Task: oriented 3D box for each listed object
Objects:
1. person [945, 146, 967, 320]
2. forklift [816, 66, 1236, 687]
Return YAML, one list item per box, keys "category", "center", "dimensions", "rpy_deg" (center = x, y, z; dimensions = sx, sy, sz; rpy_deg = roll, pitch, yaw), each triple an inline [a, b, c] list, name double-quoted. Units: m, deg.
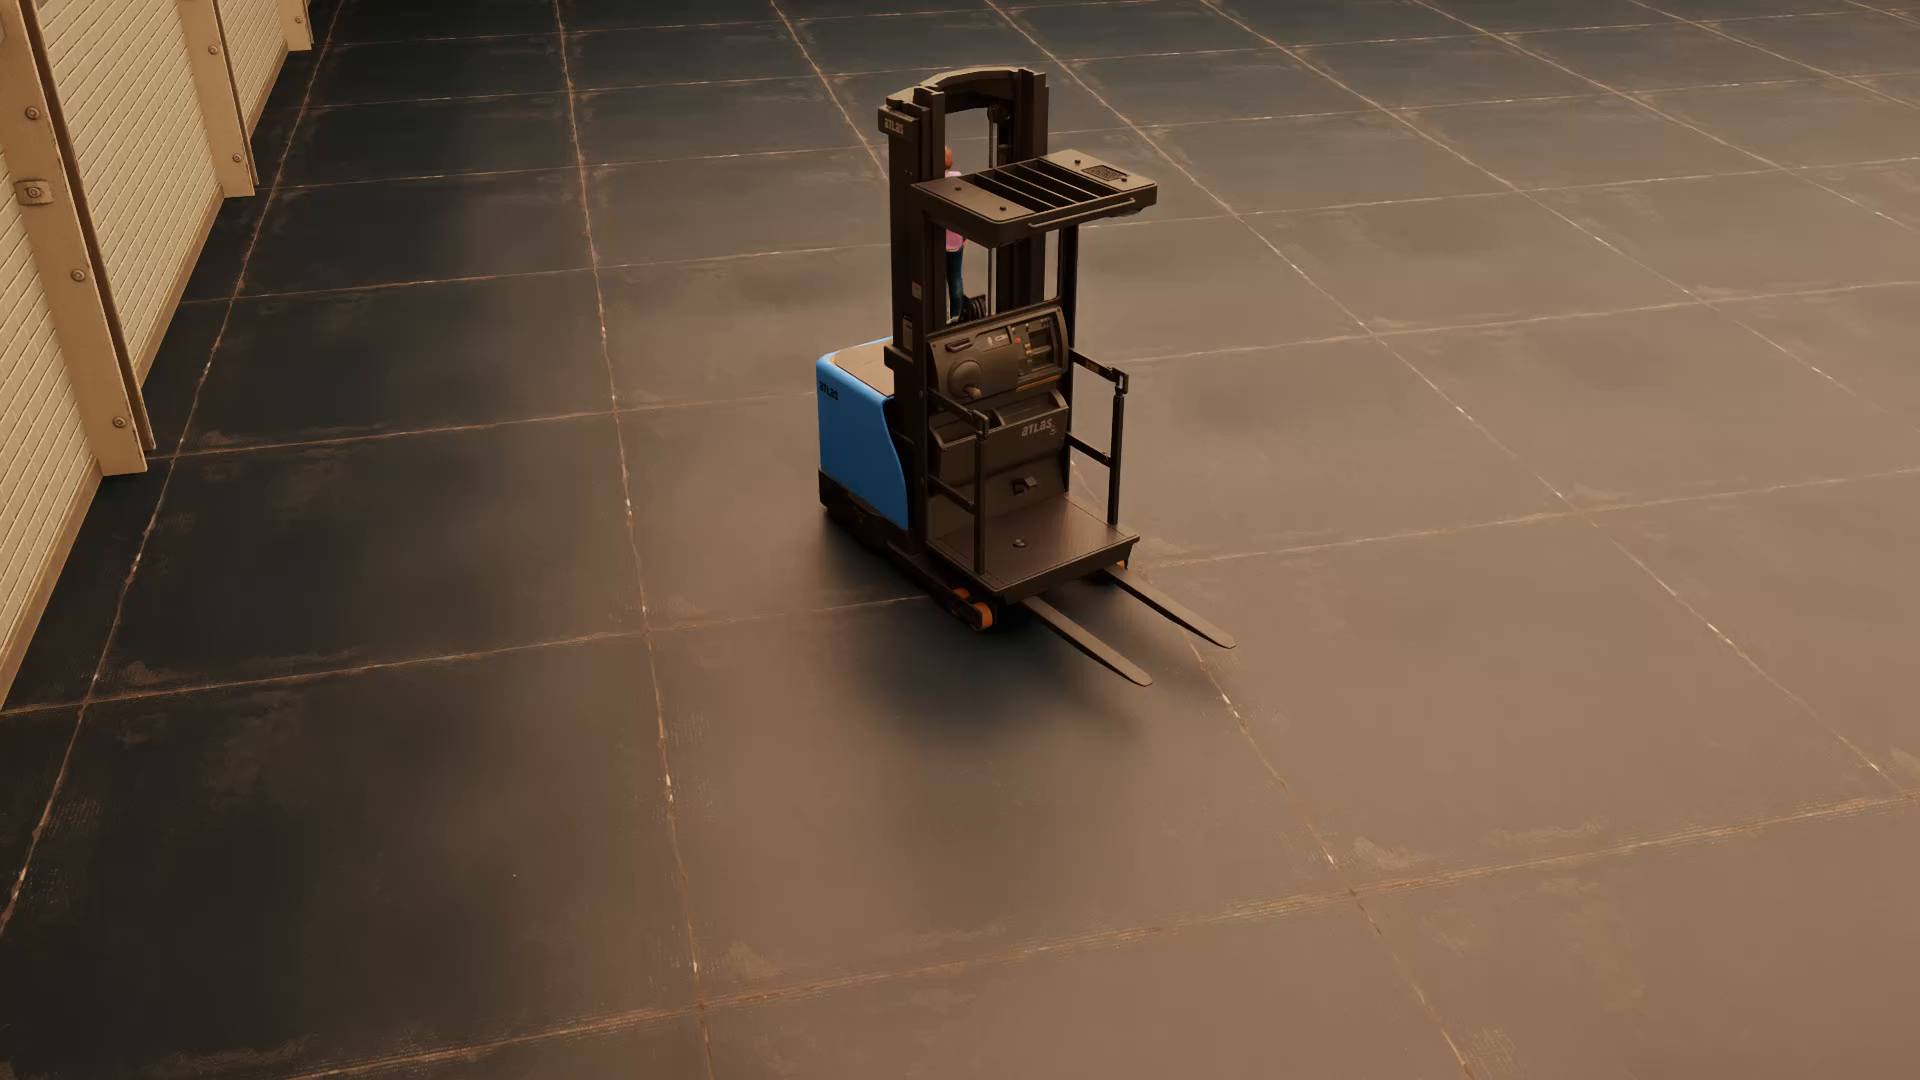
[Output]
- category: "person"
  center: [-0.170, -2.334, 12.924]
  dimensions: [0.518, 1.598, 0.473]
  rpy_deg: [-13, 33, -22]
- category: "forklift"
  center: [0.355, -1.021, 9.338]
  dimensions: [1.130, 2.935, 3.031]
  rpy_deg: [-20, 35, -30]
